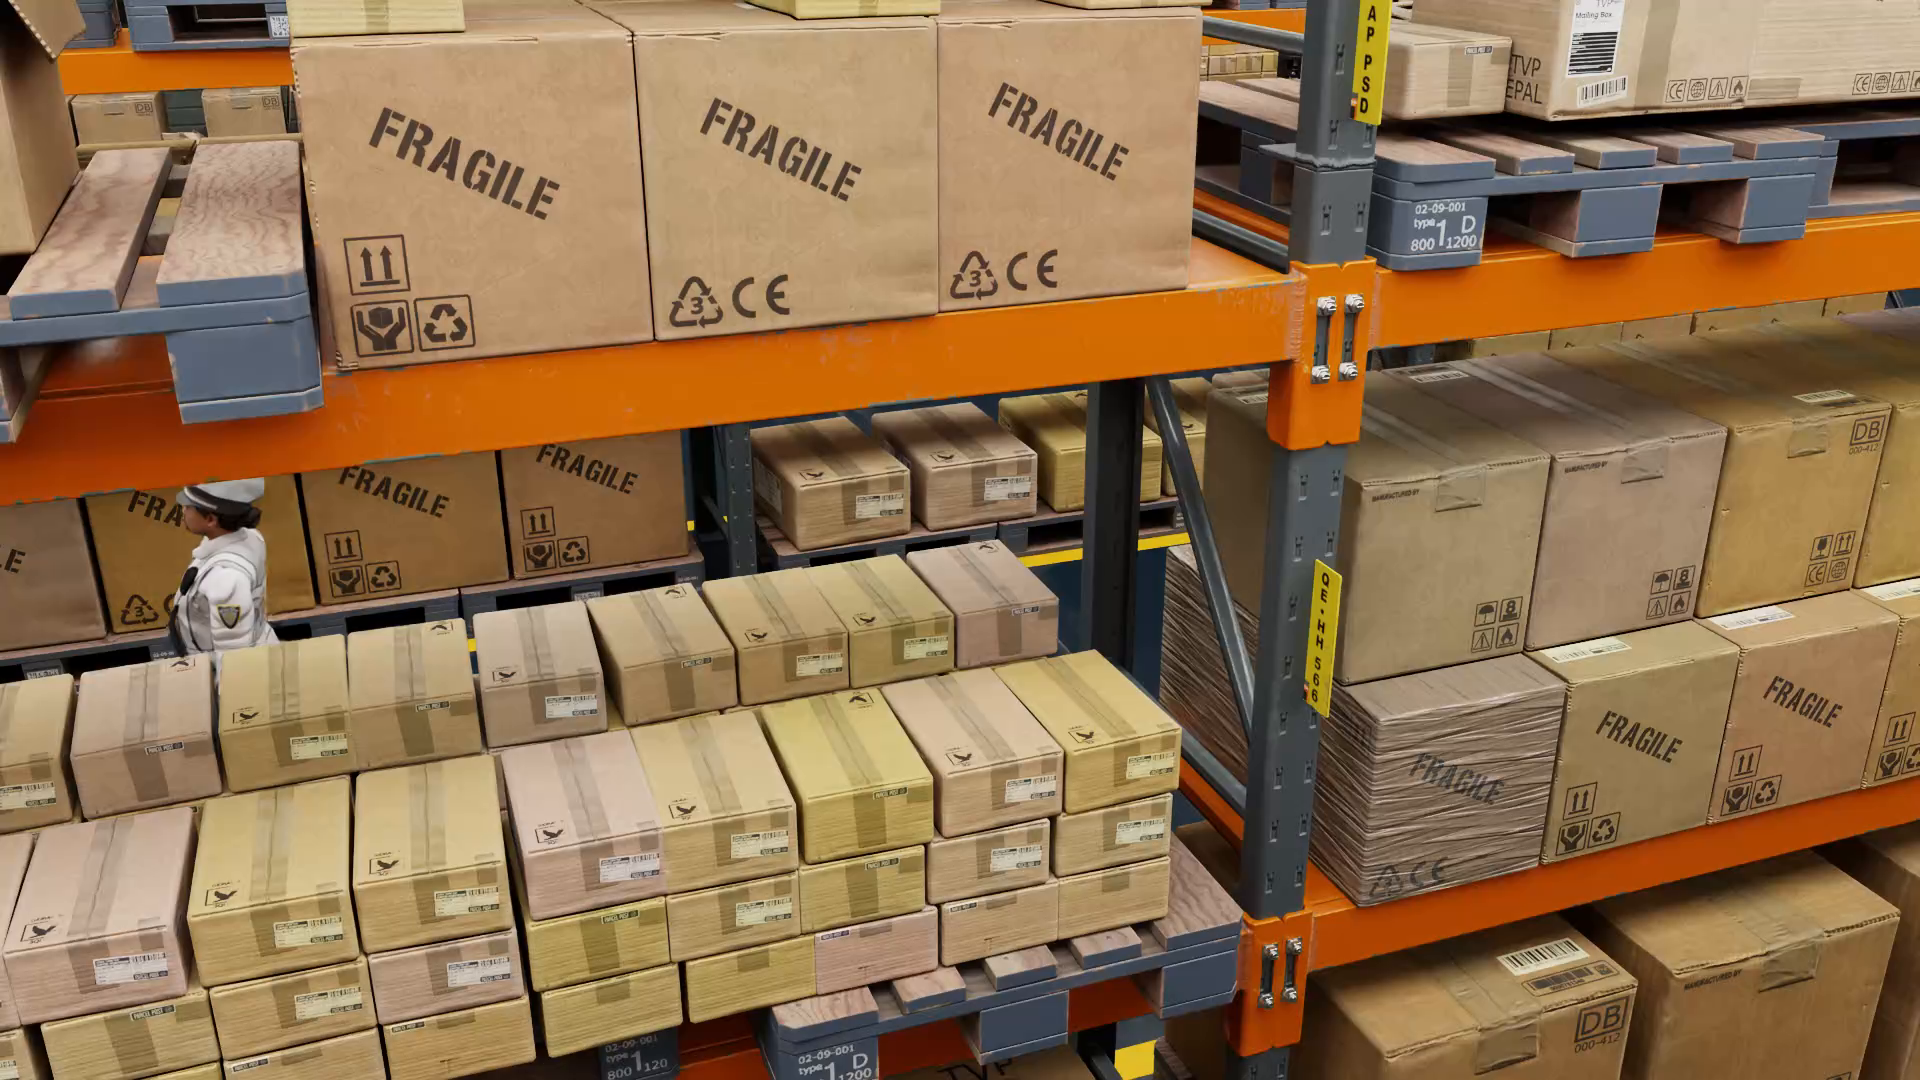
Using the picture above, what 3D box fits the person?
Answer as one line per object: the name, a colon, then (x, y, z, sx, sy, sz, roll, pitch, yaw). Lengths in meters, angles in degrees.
person: (-2.465, 0.501, 5.799, 0.553, 1.679, 0.488, -6, 23, -14)
